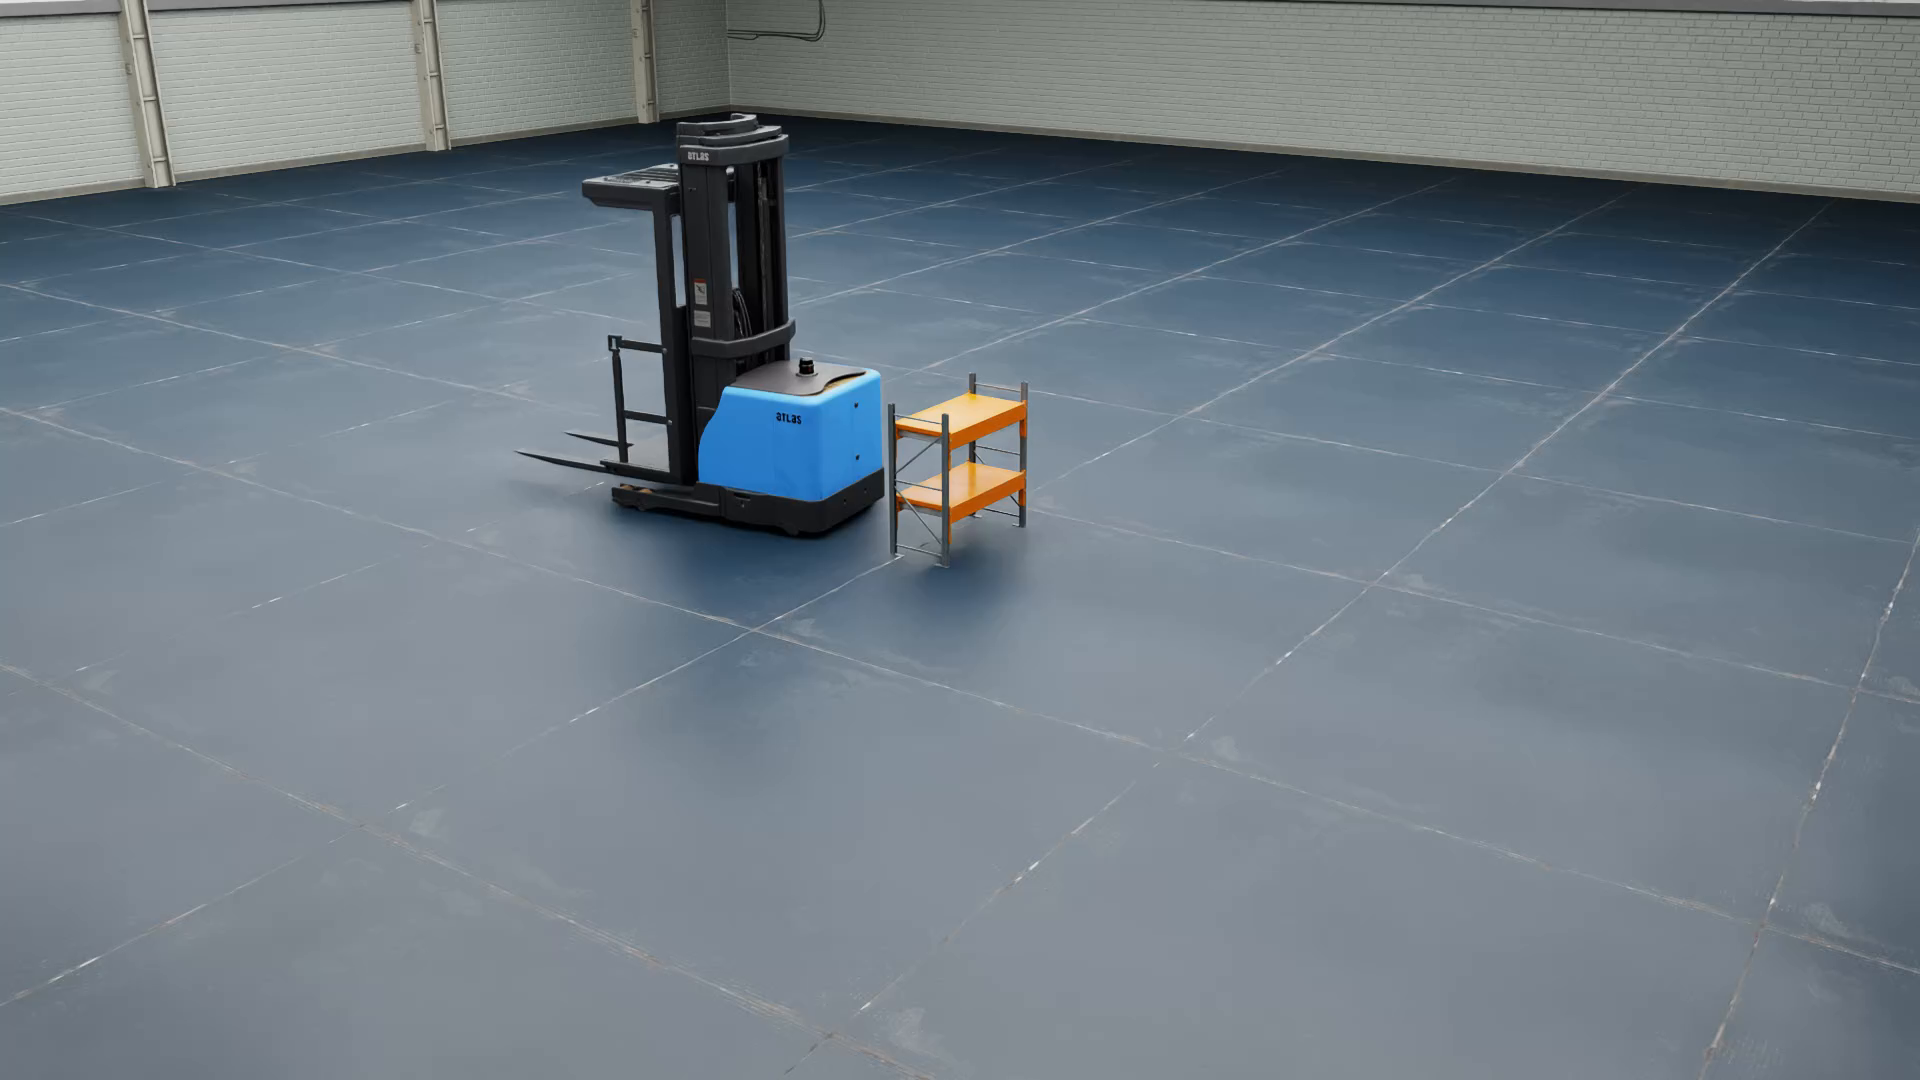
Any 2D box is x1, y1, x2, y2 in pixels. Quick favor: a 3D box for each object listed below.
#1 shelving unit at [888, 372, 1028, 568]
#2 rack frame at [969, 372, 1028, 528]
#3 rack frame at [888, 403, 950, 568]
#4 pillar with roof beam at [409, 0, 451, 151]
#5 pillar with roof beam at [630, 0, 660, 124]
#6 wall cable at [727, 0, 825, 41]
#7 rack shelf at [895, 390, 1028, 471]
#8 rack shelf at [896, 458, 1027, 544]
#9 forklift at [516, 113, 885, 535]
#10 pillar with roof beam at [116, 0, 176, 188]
[{"bbox_3d":[-0.004,-0.526,12.065,0.538,1.125,1.048,13,24,32],"label":"shelving unit"},{"bbox_3d":[0.282,-0.671,12.459,0.500,1.125,0.032,13,24,32],"label":"rack frame"},{"bbox_3d":[-0.290,-0.380,11.670,0.500,1.125,0.032,13,24,32],"label":"rack frame"},{"bbox_3d":[-6.966,-11.260,29.735,9.100,9.000,0.400,13,24,32],"label":"pillar with roof beam"},{"bbox_3d":[-3.593,-12.982,34.389,9.100,9.000,0.400,13,24,32],"label":"pillar with roof beam"},{"bbox_3d":[-4.404,-12.952,38.786,3.097,2.526,0.112,13,24,32],"label":"wall cable"},{"bbox_3d":[-0.004,-0.800,11.963,0.538,0.278,1.000,13,24,32],"label":"rack shelf"},{"bbox_3d":[-0.004,-0.296,12.149,0.538,0.278,1.000,13,24,32],"label":"rack shelf"},{"bbox_3d":[-2.137,-1.752,12.776,3.031,2.935,1.130,10,23,26],"label":"forklift"},{"bbox_3d":[-10.339,-9.539,25.081,9.100,9.000,0.400,13,24,32],"label":"pillar with roof beam"}]
